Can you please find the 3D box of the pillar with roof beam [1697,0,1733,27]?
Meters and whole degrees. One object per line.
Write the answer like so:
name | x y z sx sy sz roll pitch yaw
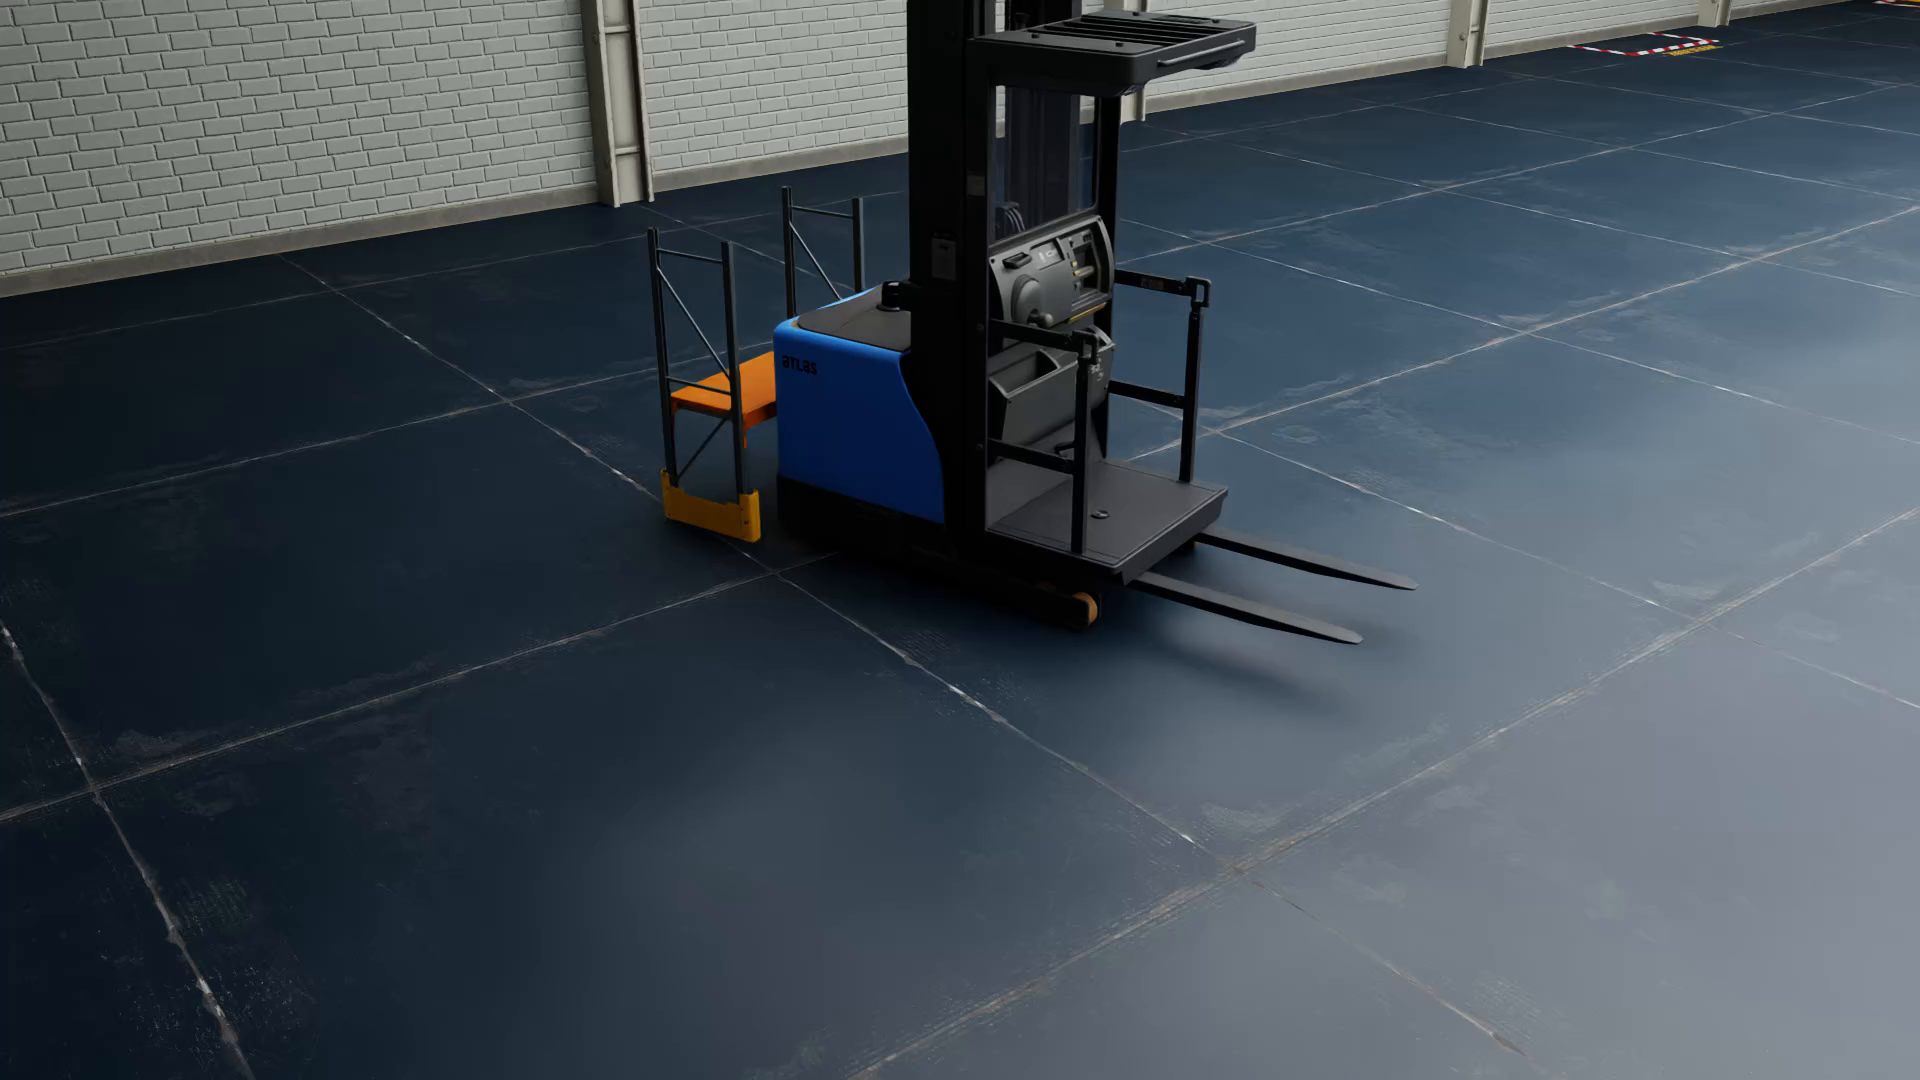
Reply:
pillar with roof beam | 13.867 -10.335 19.829 0.400 9.000 9.100 -18 31 -34

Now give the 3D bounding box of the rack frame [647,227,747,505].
rack frame | -1.263 -0.742 8.067 0.500 1.500 0.032 15 29 30

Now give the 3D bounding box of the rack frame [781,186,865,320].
rack frame | -0.709 -1.101 8.840 0.500 1.500 0.032 15 29 30

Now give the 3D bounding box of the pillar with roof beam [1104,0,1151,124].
pillar with roof beam | 4.424 -7.218 13.113 0.400 9.000 9.100 -18 31 -34

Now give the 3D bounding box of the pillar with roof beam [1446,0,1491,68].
pillar with roof beam | 9.145 -8.776 16.471 0.400 9.000 9.100 -18 31 -34

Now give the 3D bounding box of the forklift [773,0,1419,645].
forklift | 0.588 -1.185 7.322 3.031 2.935 1.130 17 30 32

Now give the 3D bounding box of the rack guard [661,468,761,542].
rack guard | -1.252 -0.182 8.344 0.587 0.250 0.087 15 29 30

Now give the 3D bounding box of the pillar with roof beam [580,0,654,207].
pillar with roof beam | -0.298 -5.659 9.754 0.400 9.000 9.100 -18 31 -34

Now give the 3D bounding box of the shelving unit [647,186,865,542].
shelving unit | -0.981 -0.925 8.460 0.587 1.500 1.083 15 29 30

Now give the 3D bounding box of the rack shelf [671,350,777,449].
rack shelf | -0.986 -0.758 8.529 0.538 0.185 1.000 15 29 30
